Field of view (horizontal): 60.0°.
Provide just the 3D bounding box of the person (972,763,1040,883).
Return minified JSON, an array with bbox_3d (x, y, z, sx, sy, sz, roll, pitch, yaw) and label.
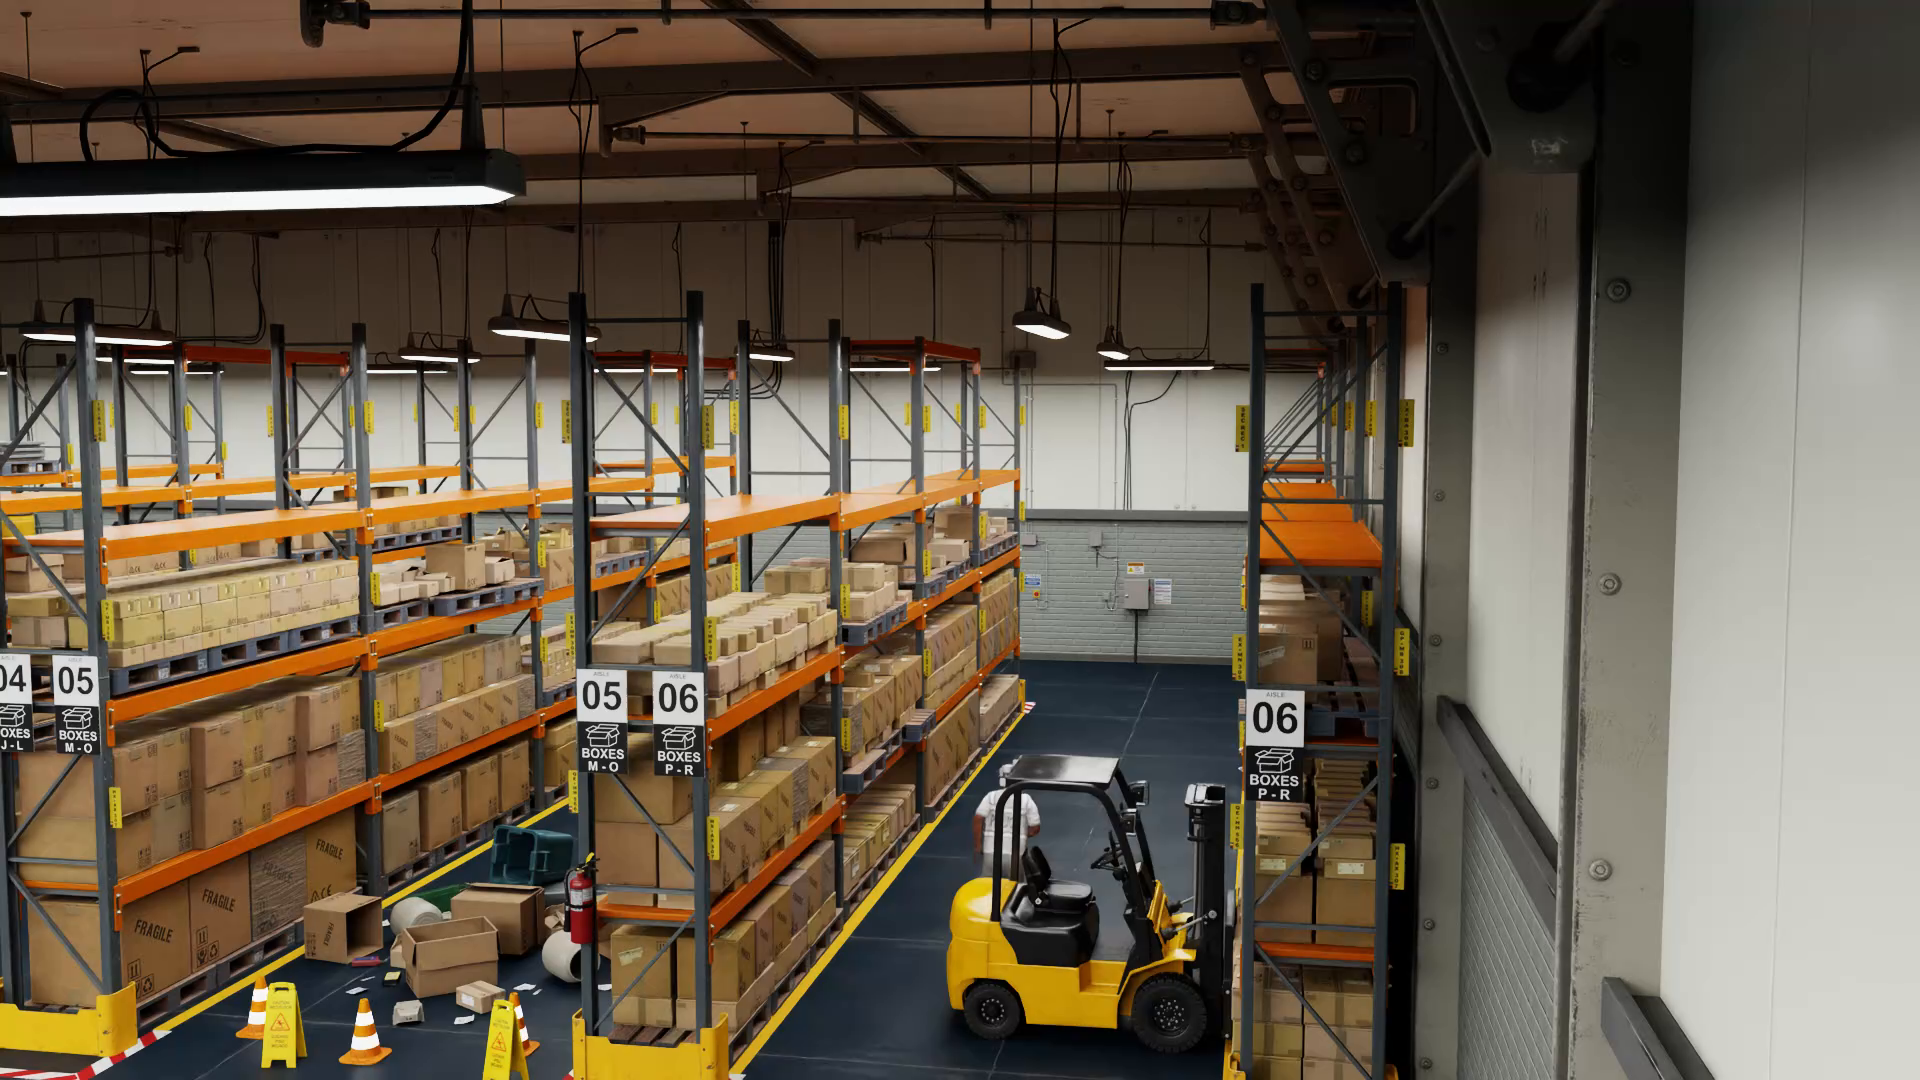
[{"bbox_3d":[0.450,3.037,16.208,0.649,1.664,0.788,1,5,11],"label":"person"}]
